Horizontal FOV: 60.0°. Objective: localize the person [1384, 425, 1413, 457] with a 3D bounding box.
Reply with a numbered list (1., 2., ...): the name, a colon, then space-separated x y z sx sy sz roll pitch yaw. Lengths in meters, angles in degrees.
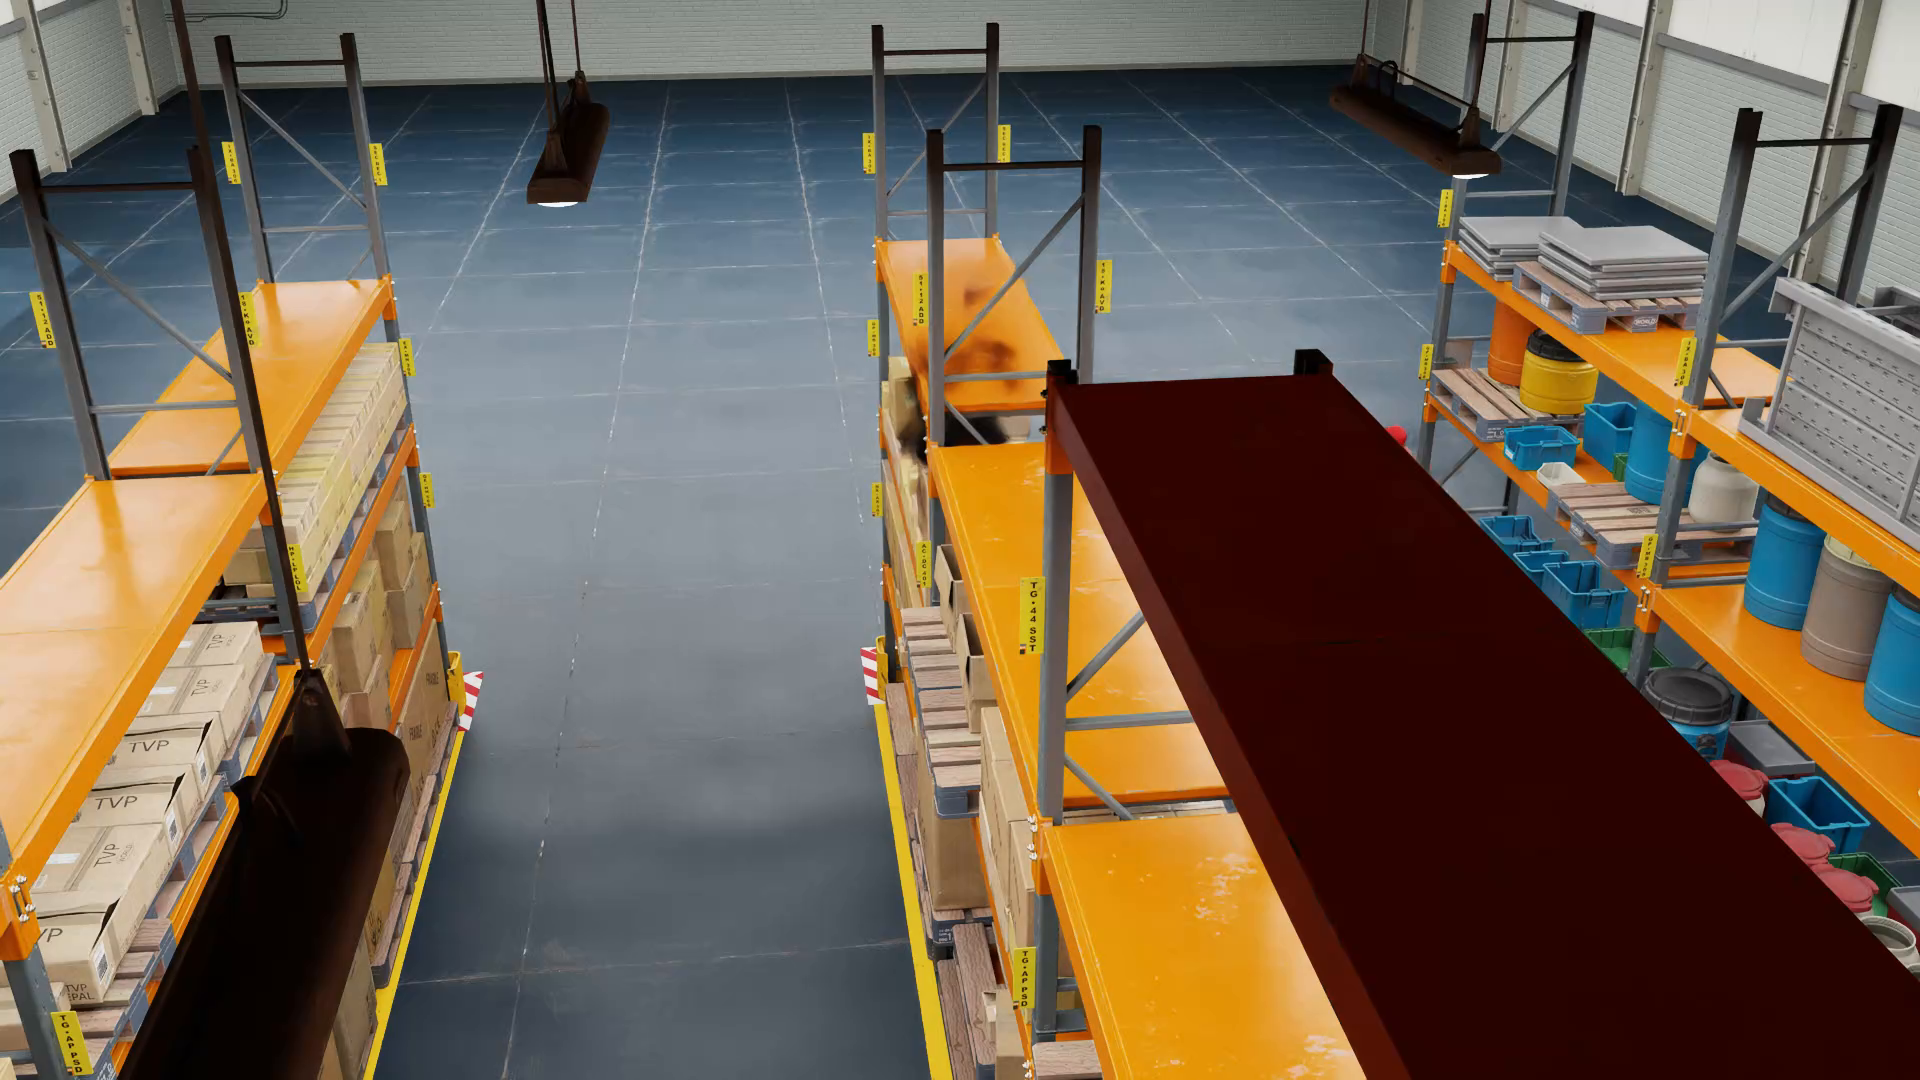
1. person: 4.515 -0.359 17.282 0.776 1.762 0.699 13 28 24
